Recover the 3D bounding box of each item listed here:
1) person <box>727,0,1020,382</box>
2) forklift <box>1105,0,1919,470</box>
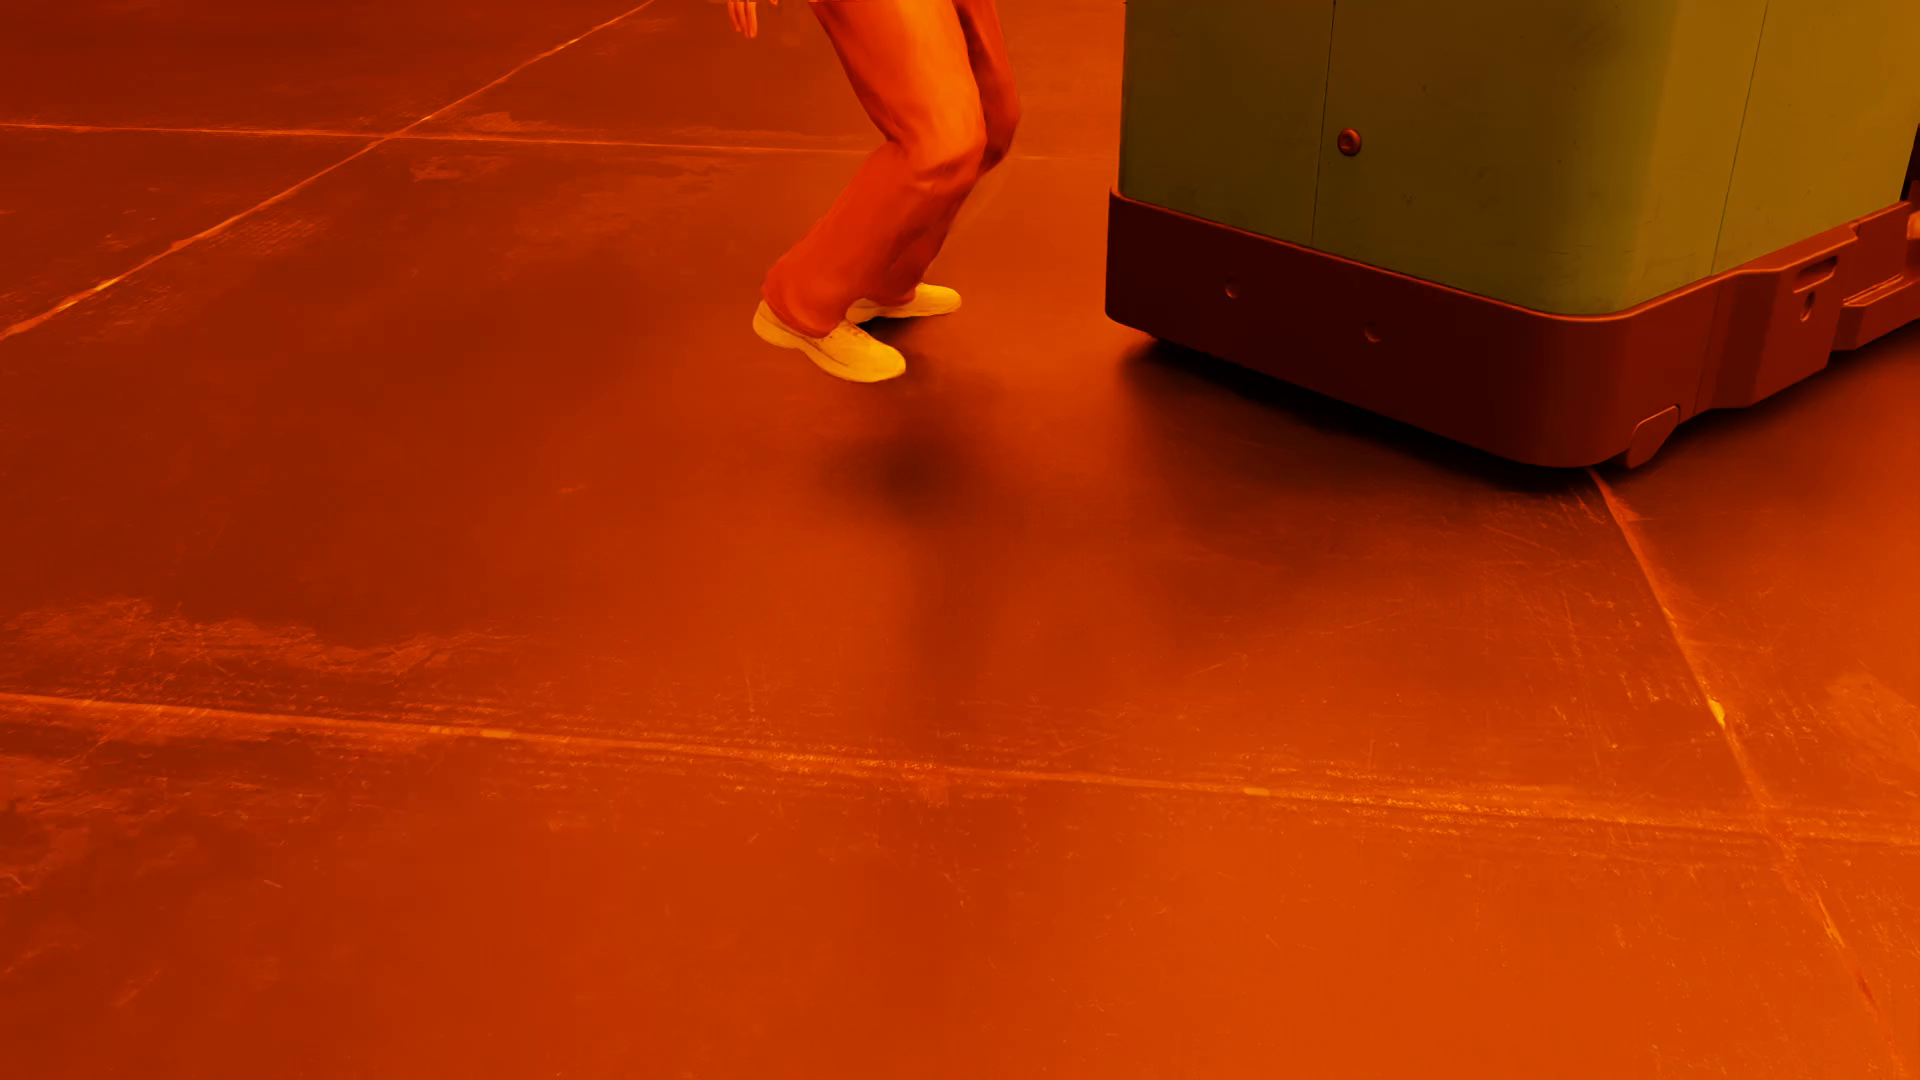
[{"bbox_3d":[-0.109,-1.018,2.812,0.587,1.573,0.847,14,30,25],"label":"person"},{"bbox_3d":[1.729,-1.955,3.136,3.031,2.935,1.130,-21,33,-36],"label":"forklift"}]
